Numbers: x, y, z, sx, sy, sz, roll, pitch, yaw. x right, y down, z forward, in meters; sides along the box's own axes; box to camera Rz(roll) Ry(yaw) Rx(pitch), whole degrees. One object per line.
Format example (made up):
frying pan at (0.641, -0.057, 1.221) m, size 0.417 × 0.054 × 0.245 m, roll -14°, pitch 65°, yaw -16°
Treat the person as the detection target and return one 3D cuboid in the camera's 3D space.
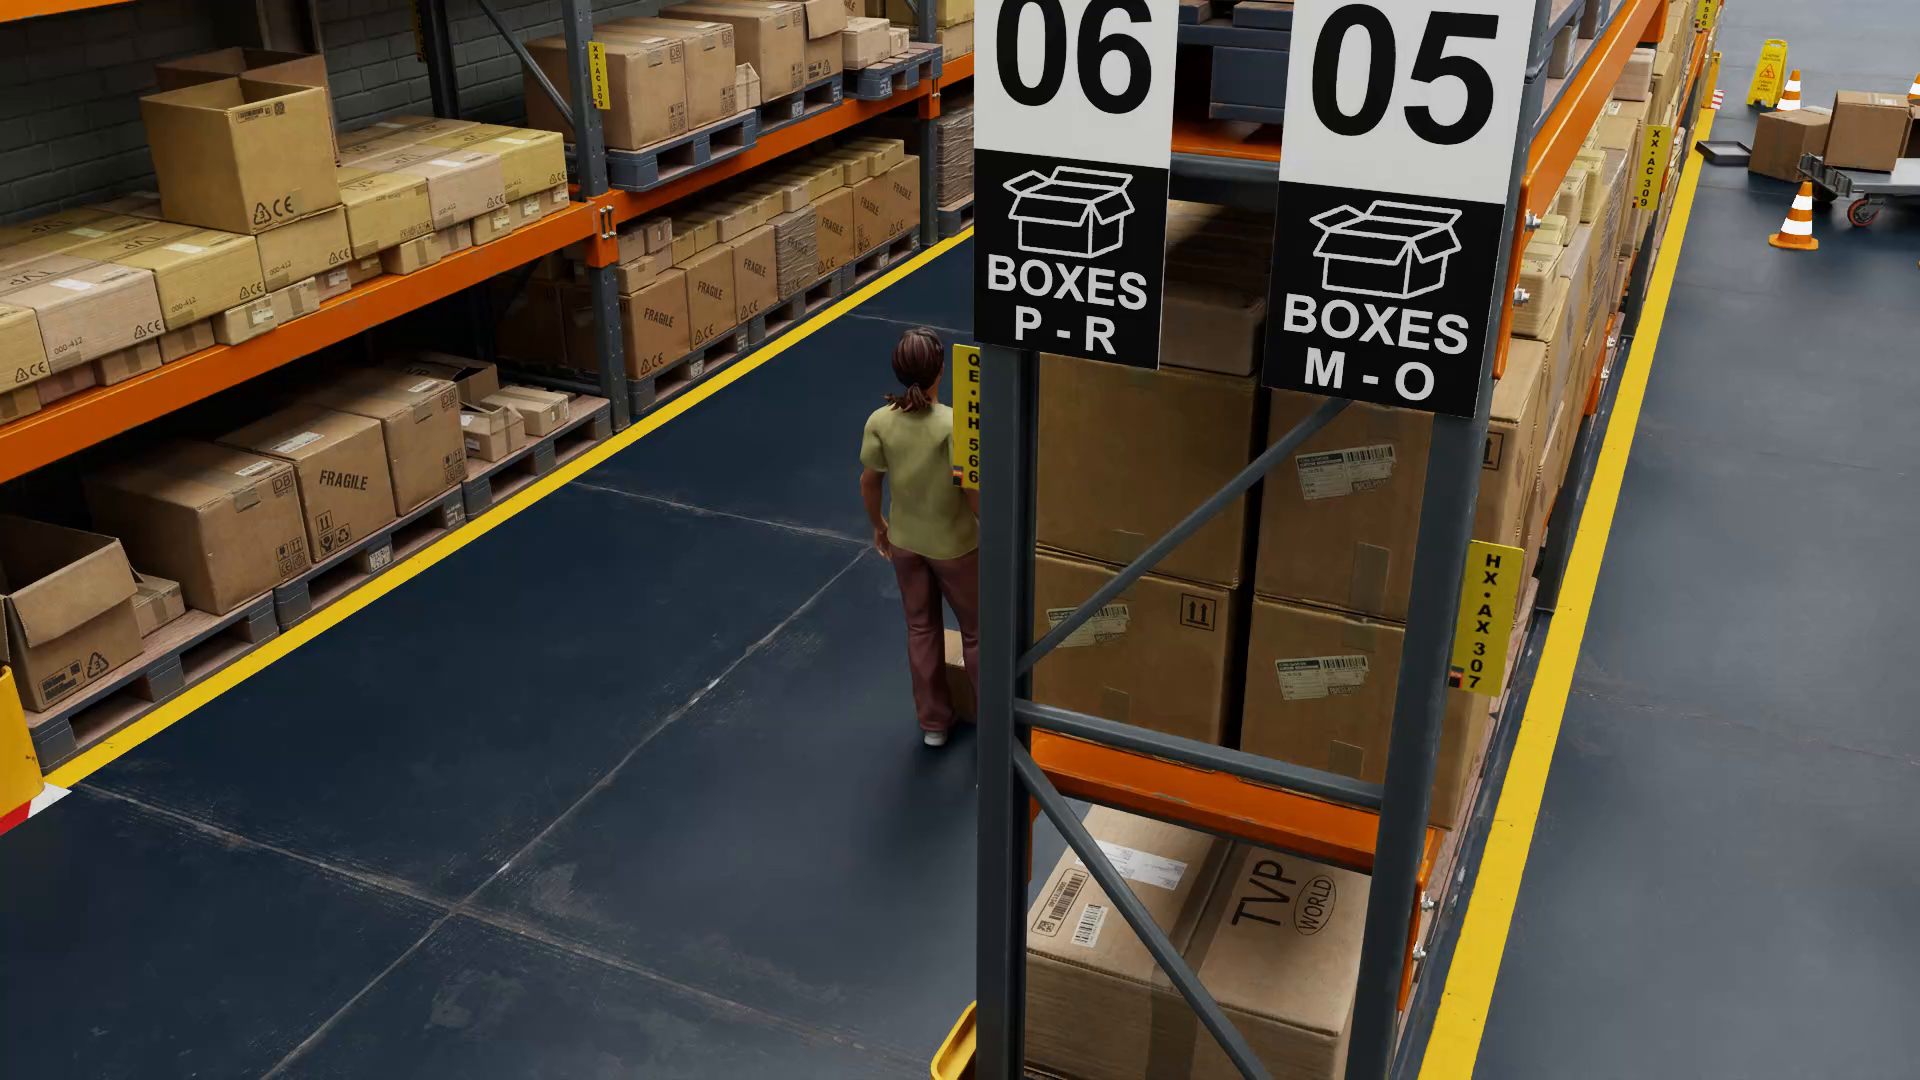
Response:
person at (-0.053, -0.011, 6.115) m, size 0.553 × 1.673 × 0.547 m, roll 11°, pitch 28°, yaw 22°
